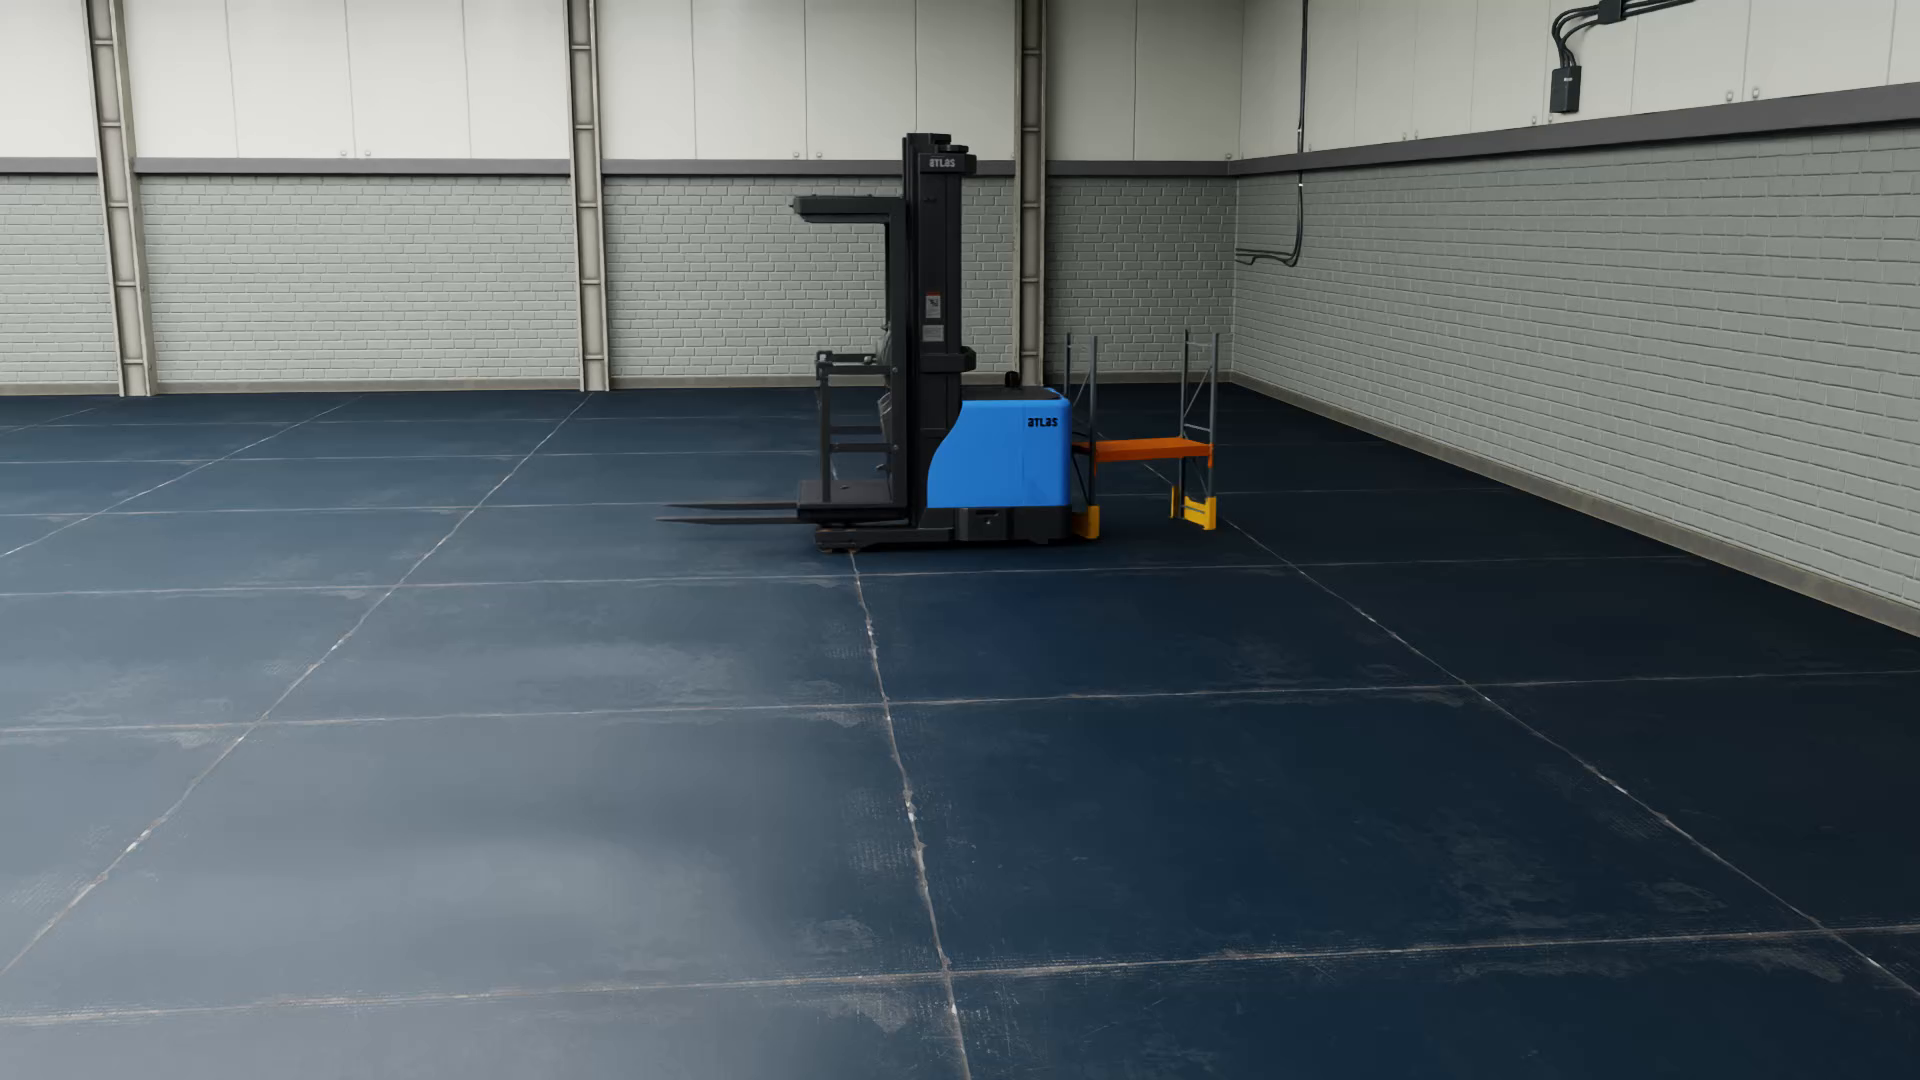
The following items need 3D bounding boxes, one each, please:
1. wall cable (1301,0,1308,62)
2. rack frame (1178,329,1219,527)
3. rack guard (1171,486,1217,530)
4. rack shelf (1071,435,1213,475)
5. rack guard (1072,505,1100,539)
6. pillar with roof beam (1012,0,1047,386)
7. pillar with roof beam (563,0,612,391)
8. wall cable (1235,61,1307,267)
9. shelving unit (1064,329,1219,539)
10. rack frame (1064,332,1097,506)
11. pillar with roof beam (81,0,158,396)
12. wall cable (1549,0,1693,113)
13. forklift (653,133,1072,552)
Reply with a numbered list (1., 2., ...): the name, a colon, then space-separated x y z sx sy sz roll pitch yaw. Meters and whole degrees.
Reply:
1. wall cable: 4.322 -6.849 18.833 0.112 2.526 3.097 -1 11 -6
2. rack frame: 1.846 -0.868 12.897 0.032 1.500 0.500 -4 12 -21
3. rack guard: 1.828 -0.254 13.011 0.087 0.250 0.587 -4 12 -21
4. rack shelf: 1.373 -0.656 12.749 1.000 0.185 0.538 -4 12 -21
5. rack guard: 0.901 -0.183 12.653 0.087 0.250 0.587 -4 12 -21
6. pillar with roof beam: 1.423 -5.779 18.438 0.400 9.000 9.100 -1 11 -6
7. pillar with roof beam: -4.542 -5.655 17.802 0.400 9.000 9.100 -1 11 -6
8. wall cable: 4.029 -4.889 21.959 0.112 2.526 3.097 -1 11 -6
9. shelving unit: 1.364 -0.832 12.711 1.083 1.500 0.587 -4 12 -21
10. rack frame: 0.900 -0.797 12.532 0.032 1.500 0.500 -4 12 -21
11. pillar with roof beam: -10.507 -5.530 17.167 0.400 9.000 9.100 -1 11 -6
12. wall cable: 5.039 -6.261 12.070 0.169 6.003 2.305 -1 11 -6
13. forklift: -0.727 -1.455 12.171 3.031 2.935 1.130 -1 11 -4
